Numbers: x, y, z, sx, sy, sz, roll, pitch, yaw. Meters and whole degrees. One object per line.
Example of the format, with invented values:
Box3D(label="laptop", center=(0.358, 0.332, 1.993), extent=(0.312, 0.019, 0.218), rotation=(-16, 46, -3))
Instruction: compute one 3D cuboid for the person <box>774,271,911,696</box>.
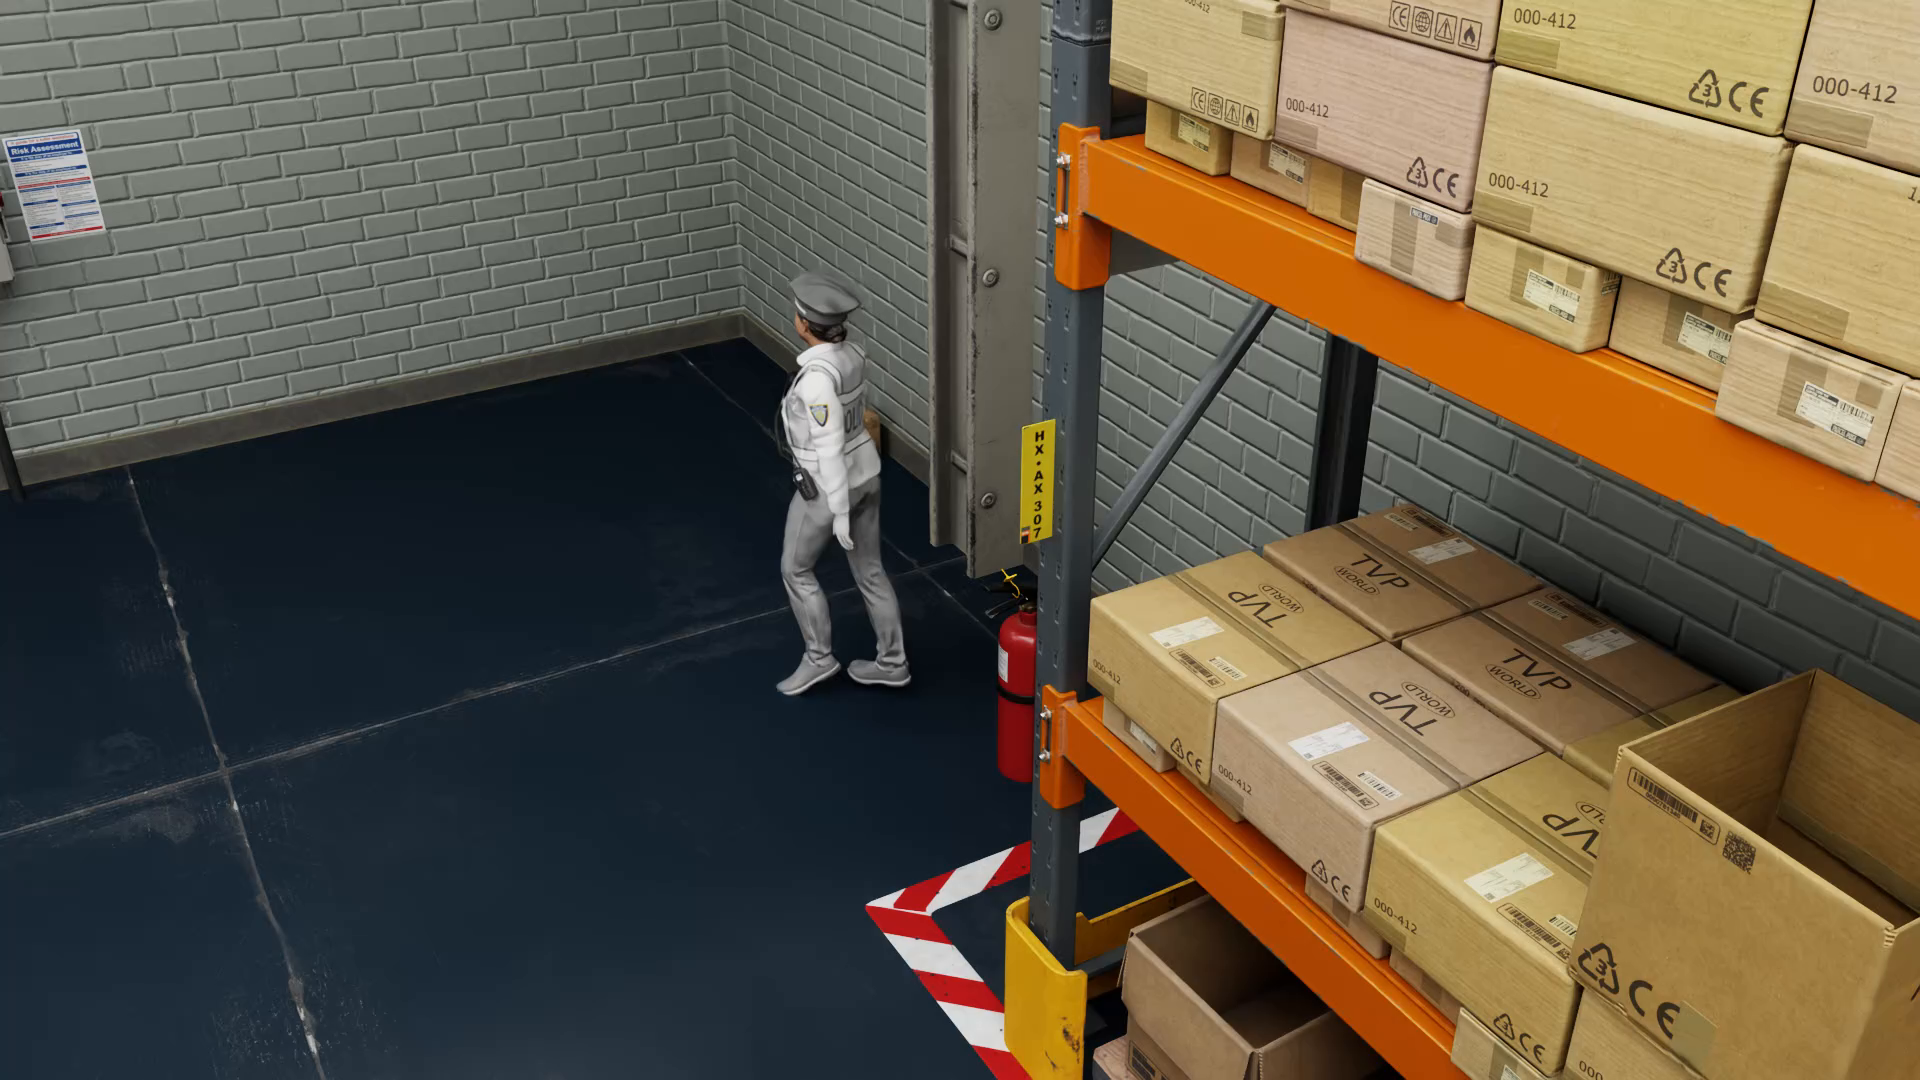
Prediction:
Box3D(label="person", center=(-0.413, -0.167, 6.428), extent=(0.528, 1.723, 0.529), rotation=(15, 33, 25))
